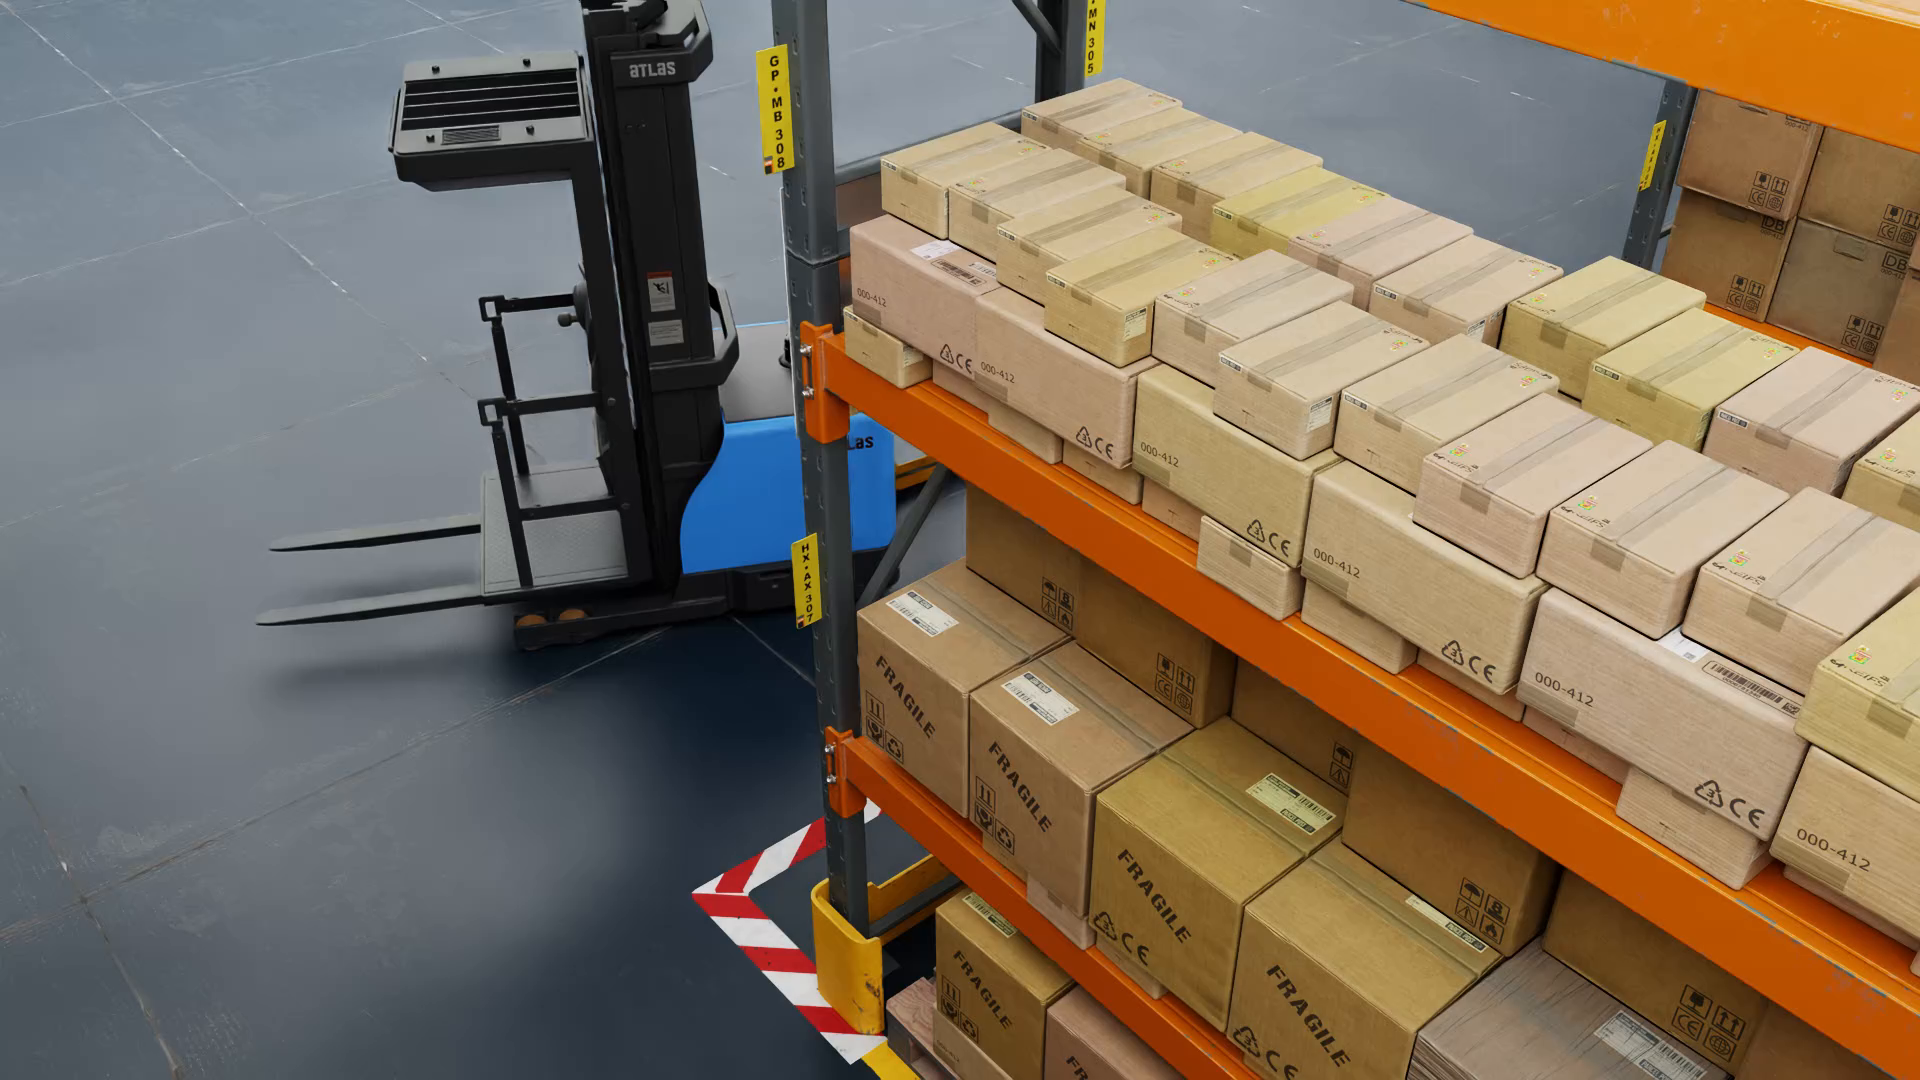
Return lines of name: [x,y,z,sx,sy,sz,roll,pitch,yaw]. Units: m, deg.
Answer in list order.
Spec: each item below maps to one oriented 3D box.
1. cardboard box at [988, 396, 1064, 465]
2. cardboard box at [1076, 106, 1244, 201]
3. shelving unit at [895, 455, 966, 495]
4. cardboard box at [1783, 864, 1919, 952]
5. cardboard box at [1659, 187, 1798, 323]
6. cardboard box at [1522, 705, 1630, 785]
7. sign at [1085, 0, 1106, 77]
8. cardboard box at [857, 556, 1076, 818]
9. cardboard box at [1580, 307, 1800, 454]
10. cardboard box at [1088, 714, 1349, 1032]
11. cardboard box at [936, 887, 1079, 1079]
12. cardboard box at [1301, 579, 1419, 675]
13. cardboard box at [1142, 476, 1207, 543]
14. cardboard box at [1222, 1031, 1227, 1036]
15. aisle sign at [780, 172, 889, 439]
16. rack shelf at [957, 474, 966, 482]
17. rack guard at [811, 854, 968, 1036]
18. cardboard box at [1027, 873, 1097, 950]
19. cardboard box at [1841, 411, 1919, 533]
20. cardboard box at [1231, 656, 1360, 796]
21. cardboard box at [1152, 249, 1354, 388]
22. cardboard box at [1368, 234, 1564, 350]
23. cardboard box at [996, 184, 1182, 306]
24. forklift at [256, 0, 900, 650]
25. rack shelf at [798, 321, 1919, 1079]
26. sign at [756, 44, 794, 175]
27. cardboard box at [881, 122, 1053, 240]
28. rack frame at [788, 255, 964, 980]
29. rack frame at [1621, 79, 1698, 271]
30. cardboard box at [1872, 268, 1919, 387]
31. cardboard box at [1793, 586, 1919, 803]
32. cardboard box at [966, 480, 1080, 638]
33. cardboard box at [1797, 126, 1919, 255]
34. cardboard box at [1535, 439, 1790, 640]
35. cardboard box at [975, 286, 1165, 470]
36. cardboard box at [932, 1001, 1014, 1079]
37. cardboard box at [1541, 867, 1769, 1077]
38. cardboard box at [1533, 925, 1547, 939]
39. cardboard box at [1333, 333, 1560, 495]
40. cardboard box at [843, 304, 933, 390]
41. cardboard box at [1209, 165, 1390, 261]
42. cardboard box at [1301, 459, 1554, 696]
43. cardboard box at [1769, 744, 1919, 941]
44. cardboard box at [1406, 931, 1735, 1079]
cardboard box: [0.294,-0.363,4.190,0.380,0.149,0.250,-25,42,-31]
cardboard box: [0.526,-1.001,4.401,0.380,0.149,0.250,-25,42,-31]
shelving unit: [0.068,-0.661,8.287,0.587,1.500,1.083,-20,40,-26]
cardboard box: [1.683,0.520,2.944,0.380,0.149,0.250,-28,44,-33]
cardboard box: [3.935,-1.526,8.081,0.875,0.550,0.550,-26,43,-32]
cardboard box: [1.334,0.292,3.266,0.380,0.149,0.250,-25,42,-31]
sign: [0.382,-1.505,4.819,0.100,0.325,0.005,-26,43,-32]
cardboard box: [0.039,0.429,5.106,0.500,0.500,0.500,-27,43,-32]
cardboard box: [1.506,-0.319,3.438,0.380,0.149,0.250,-25,42,-31]
cardboard box: [0.705,0.881,4.468,0.500,0.500,0.500,-27,43,-33]
cardboard box: [0.270,1.393,5.456,0.500,0.500,0.500,-28,44,-33]
cardboard box: [0.949,0.095,3.544,0.380,0.149,0.250,-27,44,-33]
cardboard box: [0.647,-0.147,3.886,0.380,0.149,0.250,-27,44,-33]
cardboard box: [0.827,1.187,4.597,0.380,0.149,0.250,-24,42,-30]
aisle sign: [-0.332,-0.694,4.786,0.394,0.787,0.004,-26,43,-32]
rack shelf: [0.063,-0.519,8.397,0.538,0.185,1.000,-20,40,-26]
rack guard: [-0.006,1.332,6.337,1.175,0.500,0.348,-26,43,-32]
cardboard box: [0.418,0.991,4.874,0.380,0.149,0.250,-25,42,-31]
cardboard box: [1.871,-0.104,3.134,0.380,0.149,0.250,-28,44,-33]
cardboard box: [1.170,0.266,4.472,0.700,0.500,0.500,-27,43,-32]
cardboard box: [0.646,-0.484,3.672,0.380,0.149,0.250,-26,43,-32]
cardboard box: [1.130,-0.528,3.733,0.380,0.149,0.250,-27,44,-33]
cardboard box: [0.308,-0.697,3.972,0.380,0.149,0.250,-26,43,-32]
forklift: [-1.869,-1.010,7.541,3.031,2.935,1.130,-8,36,-11]
rack shelf: [1.236,0.231,3.757,1.077,0.370,4.000,-26,43,-32]
sign: [-0.469,-1.100,4.257,0.100,0.325,0.005,-26,43,-32]
cardboard box: [0.019,-0.935,4.309,0.380,0.149,0.250,-26,43,-32]
rack frame: [-0.055,0.279,5.662,1.000,3.000,0.127,-26,43,-32]
rack frame: [3.661,-1.612,8.332,1.000,3.000,0.127,-26,43,-32]
cardboard box: [4.572,-0.998,7.335,0.875,0.550,0.550,-26,43,-32]
cardboard box: [1.561,0.239,2.650,0.380,0.149,0.250,-25,42,-31]
cardboard box: [0.442,-0.147,5.055,0.700,0.500,0.500,-27,43,-33]
cardboard box: [4.297,-1.727,7.431,0.875,0.550,0.550,-26,43,-32]
cardboard box: [1.266,-0.009,3.000,0.380,0.149,0.250,-25,43,-31]
cardboard box: [0.384,-0.458,3.980,0.500,0.250,0.500,-27,43,-32]
cardboard box: [0.254,1.689,5.687,0.500,0.250,0.500,-26,43,-32]
cardboard box: [1.792,0.734,3.811,0.700,0.500,0.500,-27,43,-33]
cardboard box: [1.458,0.929,4.400,0.500,0.500,0.500,-25,43,-31]
cardboard box: [0.977,-0.252,3.343,0.380,0.149,0.250,-25,42,-31]
cardboard box: [-0.089,-0.575,4.490,0.380,0.149,0.250,-26,43,-32]
cardboard box: [0.829,-0.764,4.066,0.380,0.149,0.250,-26,43,-32]
cardboard box: [1.052,-0.006,3.341,0.500,0.250,0.500,-25,42,-31]
cardboard box: [1.709,0.443,2.707,0.500,0.250,0.500,-27,43,-32]
cardboard box: [1.374,1.327,3.838,0.500,0.500,0.500,-25,42,-31]
